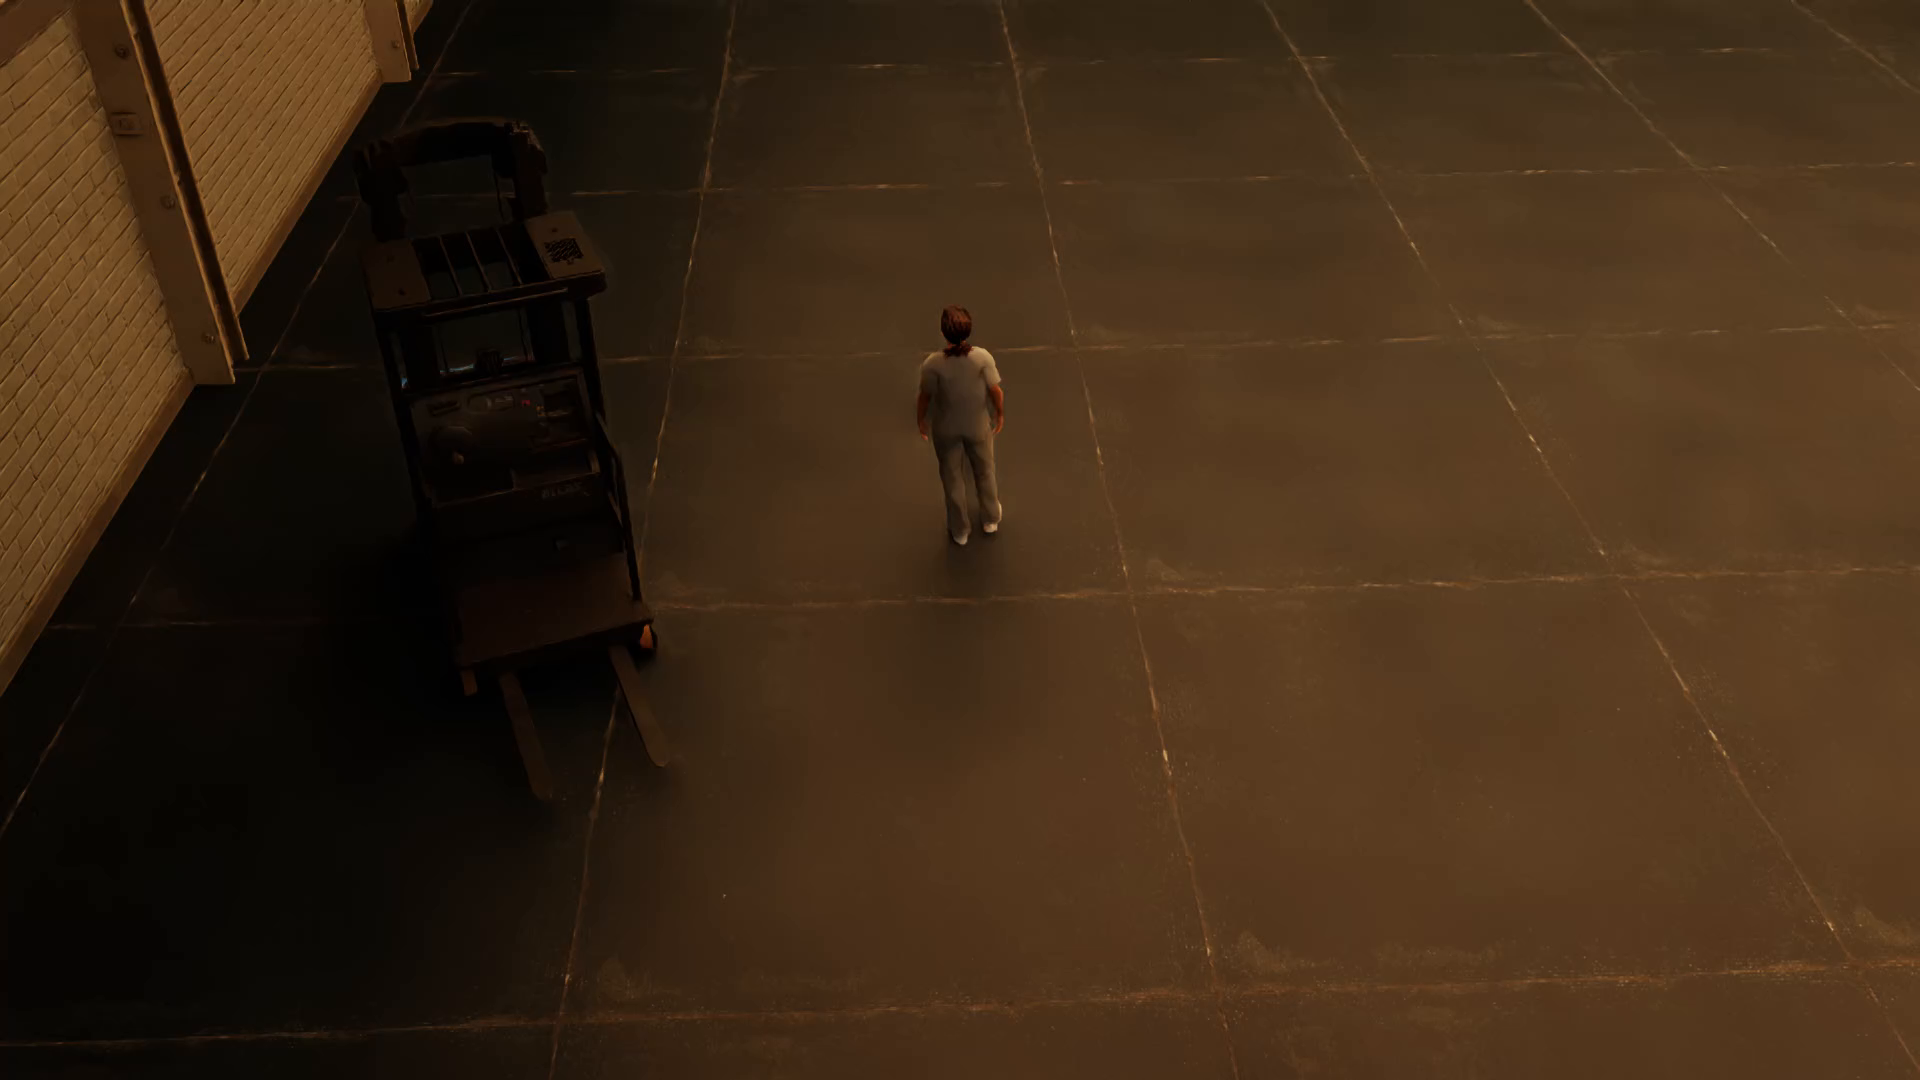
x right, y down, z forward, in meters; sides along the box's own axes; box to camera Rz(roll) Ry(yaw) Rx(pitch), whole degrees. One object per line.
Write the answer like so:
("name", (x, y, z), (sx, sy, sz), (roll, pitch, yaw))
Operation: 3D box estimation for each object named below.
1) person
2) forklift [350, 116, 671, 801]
("person", (0.010, -0.726, 10.063), (0.550, 1.673, 0.548), (-2, 36, -2))
("forklift", (-2.391, -0.598, 8.831), (1.130, 2.935, 3.031), (-14, 38, -18))
